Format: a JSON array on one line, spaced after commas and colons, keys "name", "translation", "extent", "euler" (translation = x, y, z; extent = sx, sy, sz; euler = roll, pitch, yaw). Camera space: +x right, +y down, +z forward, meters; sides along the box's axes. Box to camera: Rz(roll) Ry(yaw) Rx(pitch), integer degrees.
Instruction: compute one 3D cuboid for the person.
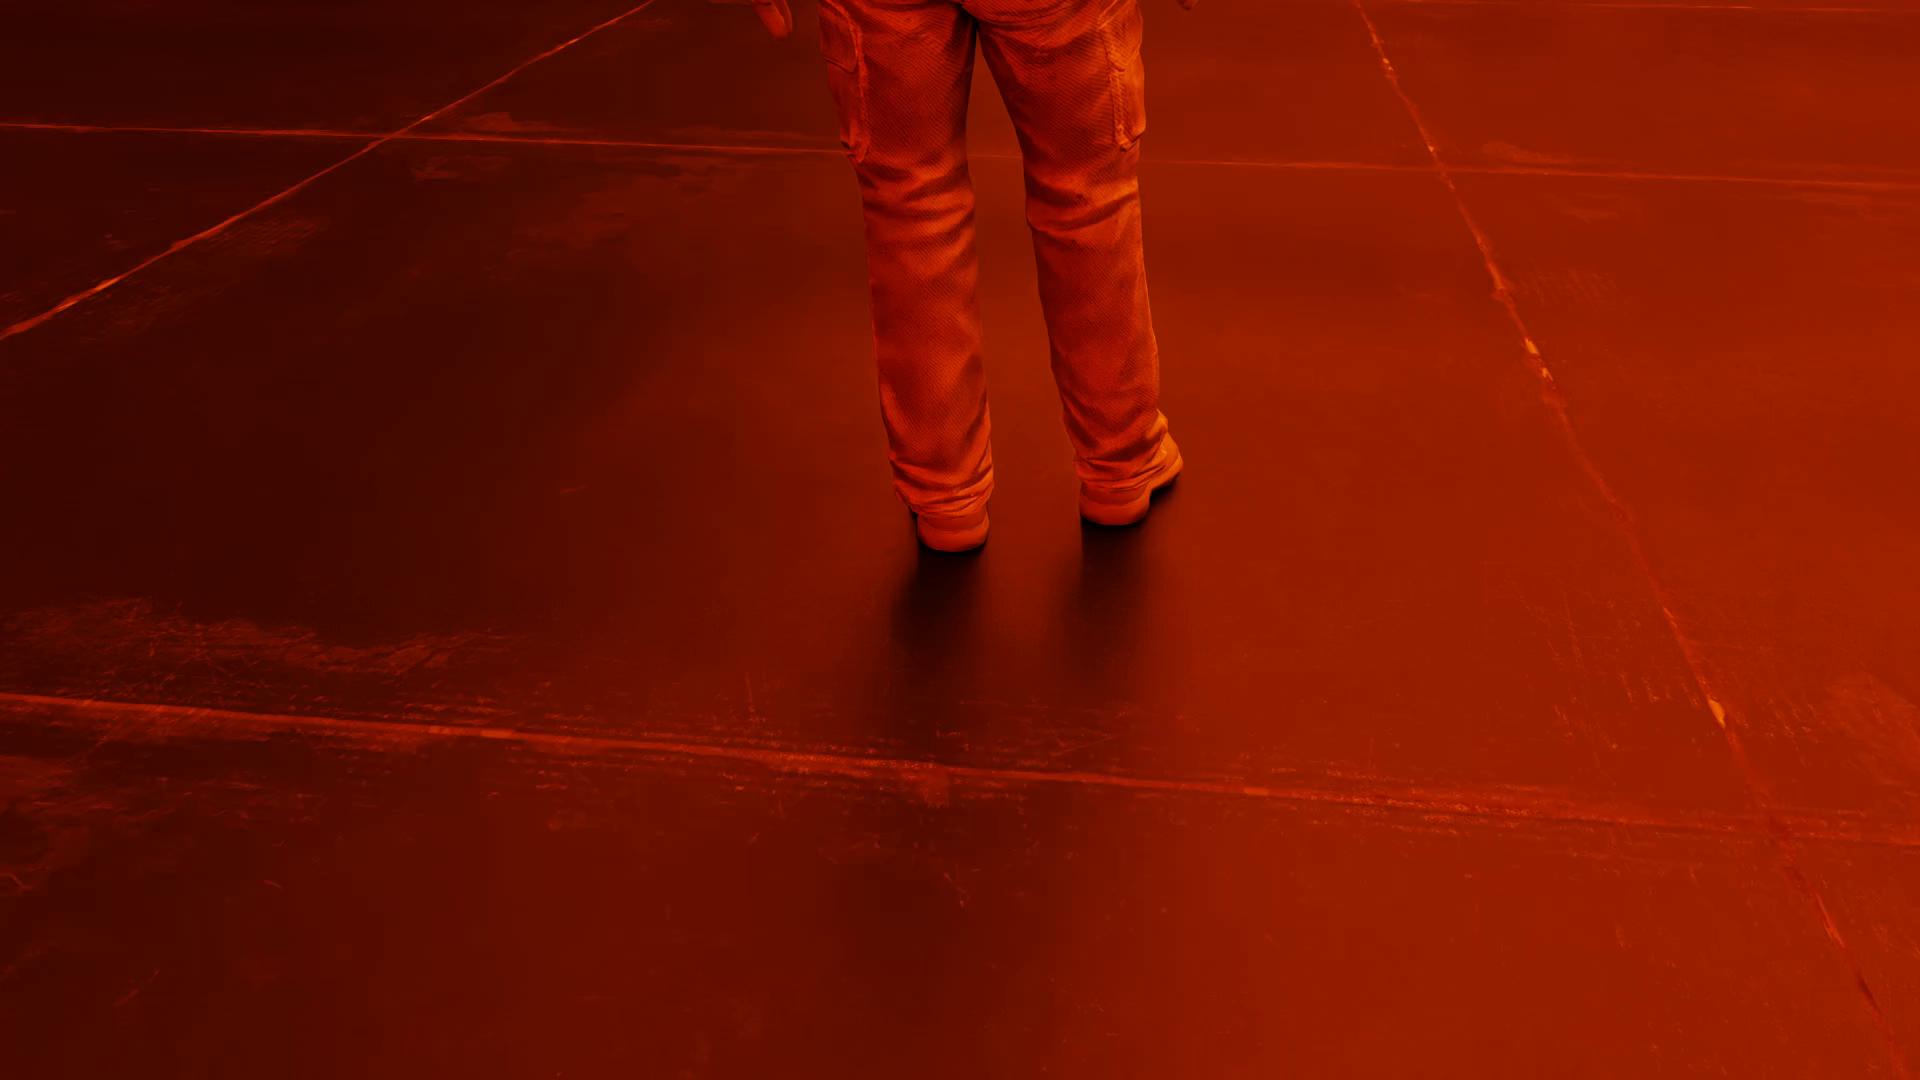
[{"name": "person", "translation": [0.018, -0.836, 2.161], "extent": [0.656, 1.782, 0.577], "euler": [3, 27, 7]}]
